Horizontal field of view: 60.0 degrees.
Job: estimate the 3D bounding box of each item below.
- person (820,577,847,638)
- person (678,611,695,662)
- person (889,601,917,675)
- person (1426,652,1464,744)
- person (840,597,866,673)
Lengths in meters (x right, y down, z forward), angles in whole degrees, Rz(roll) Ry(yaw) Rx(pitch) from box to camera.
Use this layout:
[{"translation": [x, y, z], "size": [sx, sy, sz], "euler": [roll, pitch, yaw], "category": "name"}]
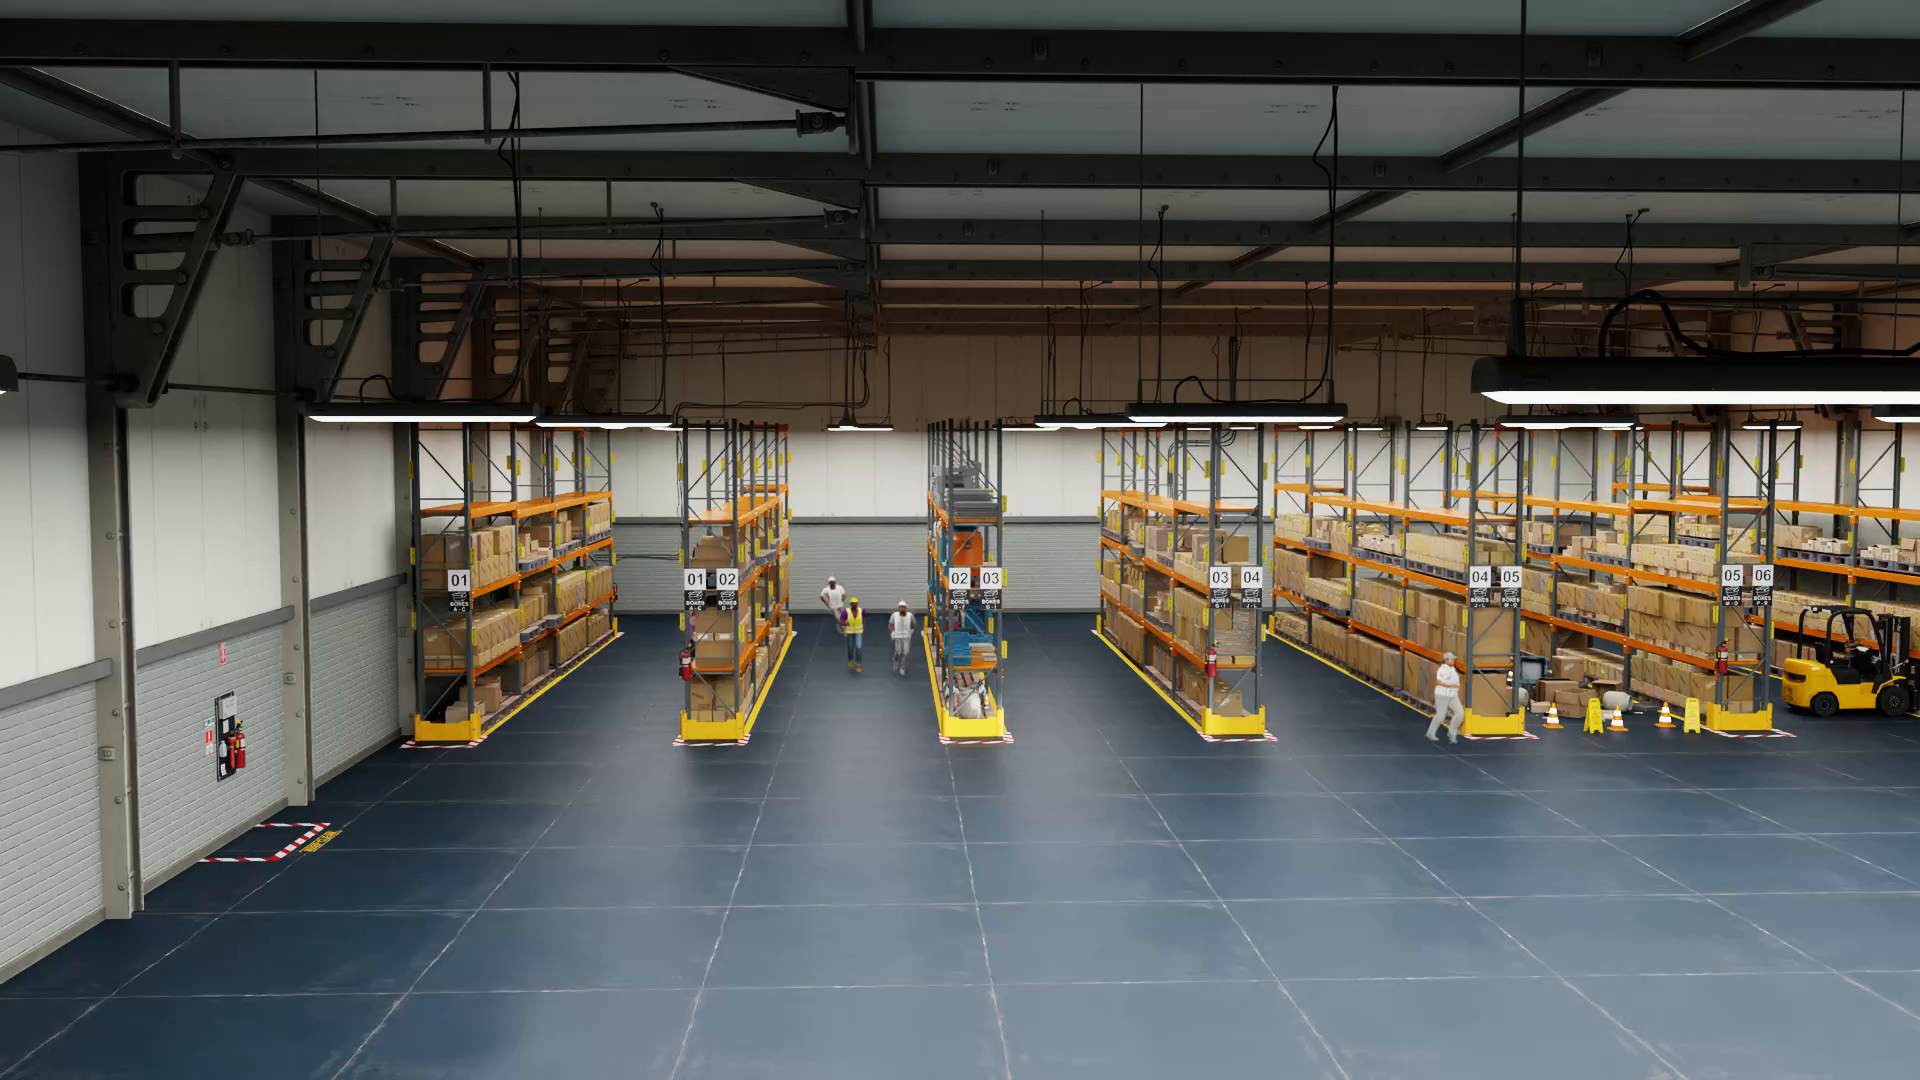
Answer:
[{"translation": [-3.552, 1.881, 46.823], "size": [0.706, 1.713, 0.891], "euler": [-2, 4, -24], "category": "person"}, {"translation": [-6.416, 2.375, 39.493], "size": [0.540, 1.605, 0.874], "euler": [0, 4, -6], "category": "person"}, {"translation": [-1.347, 2.326, 39.455], "size": [0.666, 1.746, 0.618], "euler": [0, 4, -5], "category": "person"}, {"translation": [9.010, 2.934, 30.800], "size": [0.593, 1.716, 0.661], "euler": [-3, 5, -39], "category": "person"}, {"translation": [-2.572, 2.265, 40.088], "size": [0.640, 1.795, 0.890], "euler": [0, 4, -6], "category": "person"}]
